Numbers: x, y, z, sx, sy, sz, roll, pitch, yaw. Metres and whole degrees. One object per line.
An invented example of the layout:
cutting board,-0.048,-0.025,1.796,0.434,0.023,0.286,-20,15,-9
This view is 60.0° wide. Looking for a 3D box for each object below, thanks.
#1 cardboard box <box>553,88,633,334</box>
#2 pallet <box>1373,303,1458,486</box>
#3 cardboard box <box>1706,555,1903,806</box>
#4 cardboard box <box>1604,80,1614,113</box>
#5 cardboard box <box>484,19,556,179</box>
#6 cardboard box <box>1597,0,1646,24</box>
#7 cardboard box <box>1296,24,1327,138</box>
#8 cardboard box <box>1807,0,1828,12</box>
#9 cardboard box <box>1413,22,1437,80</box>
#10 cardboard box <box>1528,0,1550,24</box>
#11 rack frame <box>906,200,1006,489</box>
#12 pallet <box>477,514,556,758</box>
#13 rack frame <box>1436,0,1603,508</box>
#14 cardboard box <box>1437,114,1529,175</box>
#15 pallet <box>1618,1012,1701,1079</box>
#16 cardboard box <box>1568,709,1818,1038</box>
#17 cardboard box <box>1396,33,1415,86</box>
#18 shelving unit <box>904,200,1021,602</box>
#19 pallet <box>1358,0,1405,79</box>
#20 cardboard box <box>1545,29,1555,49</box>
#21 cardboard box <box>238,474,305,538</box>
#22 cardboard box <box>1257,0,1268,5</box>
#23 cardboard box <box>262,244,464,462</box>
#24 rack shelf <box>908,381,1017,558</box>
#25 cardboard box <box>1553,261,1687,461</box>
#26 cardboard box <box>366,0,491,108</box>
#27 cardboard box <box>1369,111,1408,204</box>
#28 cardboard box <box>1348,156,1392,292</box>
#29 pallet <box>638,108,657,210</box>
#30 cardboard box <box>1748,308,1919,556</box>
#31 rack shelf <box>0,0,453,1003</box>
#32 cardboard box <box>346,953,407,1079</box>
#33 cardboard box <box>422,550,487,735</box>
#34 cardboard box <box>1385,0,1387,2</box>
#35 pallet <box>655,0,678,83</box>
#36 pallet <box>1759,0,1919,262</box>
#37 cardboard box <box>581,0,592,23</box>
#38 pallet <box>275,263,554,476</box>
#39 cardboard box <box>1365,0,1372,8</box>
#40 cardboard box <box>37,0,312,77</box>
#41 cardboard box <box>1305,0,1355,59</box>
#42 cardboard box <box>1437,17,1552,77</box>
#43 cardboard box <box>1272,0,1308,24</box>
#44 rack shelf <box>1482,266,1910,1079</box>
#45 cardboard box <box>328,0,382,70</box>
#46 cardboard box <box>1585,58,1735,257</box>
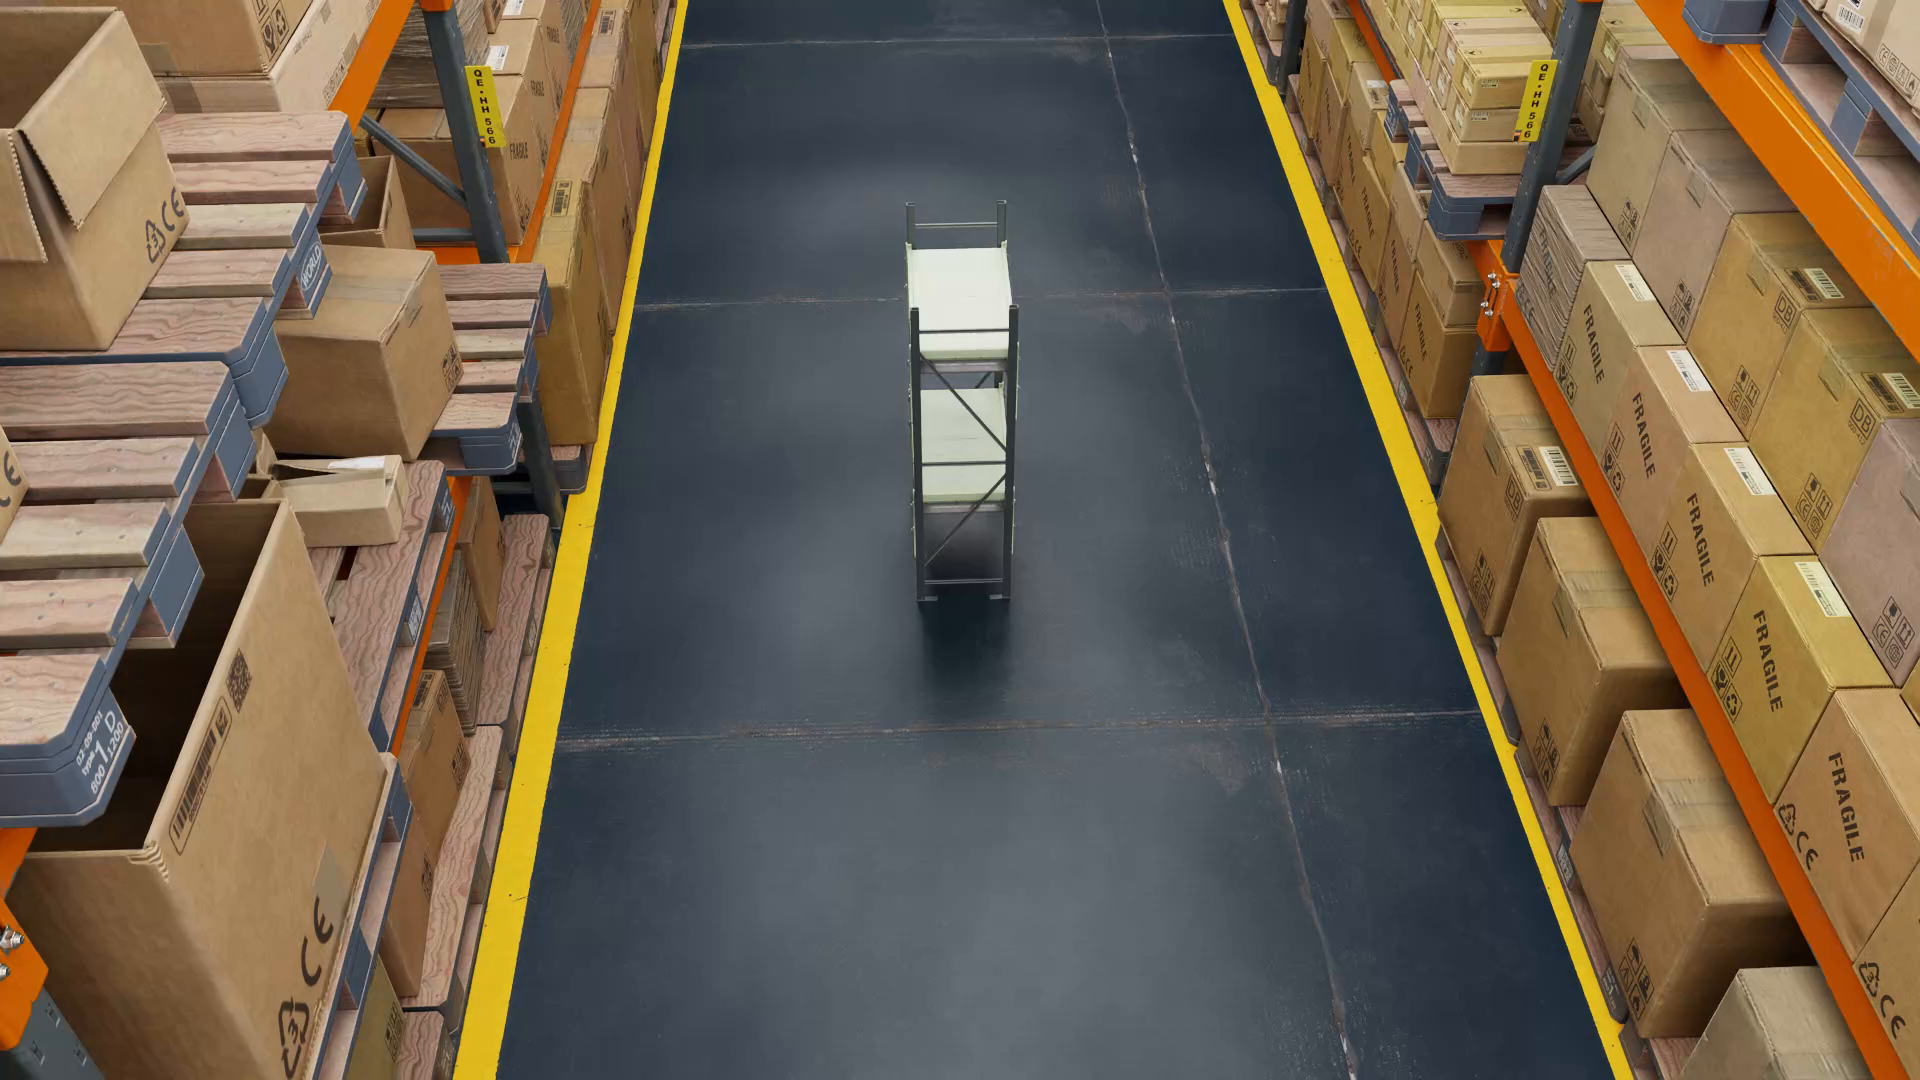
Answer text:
cardboard box,-2.327,-1.612,8.200,1.225,0.875,0.875,-2,43,-2
pallet,2.640,-0.746,8.057,1.003,0.211,1.213,-2,43,-2
cardboard box,2.509,0.390,4.680,0.500,0.500,0.500,-1,43,-1
cardboard box,2.852,-1.750,6.744,0.380,0.149,0.250,0,43,0
cardboard box,-2.061,-1.893,7.171,0.500,0.500,0.500,-3,43,-3
cardboard box,2.826,-2.193,7.007,0.380,0.149,0.250,-2,43,-2
cardboard box,2.268,-2.674,9.636,0.500,0.500,0.500,0,43,0
cardboard box,2.504,-1.655,4.492,0.500,0.250,0.500,-1,43,-1
cardboard box,2.169,-2.096,7.122,0.380,0.149,0.250,-1,43,-1
cardboard box,2.803,-2.452,7.510,0.380,0.149,0.250,-2,43,-2
rack frame,-0.015,-0.795,7.158,0.400,1.500,0.023,-2,43,-2
pallet,-2.256,0.383,6.825,1.003,0.211,1.213,-2,43,-2
rack frame,2.672,-1.246,6.540,1.000,3.000,0.127,-2,43,-2
cardboard box,2.191,-1.629,6.832,0.380,0.149,0.250,-1,43,-1
pallet,2.733,1.963,5.102,1.003,0.211,1.213,-2,43,-2
cardboard box,2.688,1.061,5.377,1.050,0.750,0.750,-2,43,-2
cardboard box,2.164,-2.138,7.388,0.380,0.149,0.250,-2,43,-2
shelving unit,0.000,-0.548,6.888,0.431,1.500,0.755,-2,43,-2
pallet,2.547,-2.511,8.061,1.003,0.211,1.213,-2,43,-2
cardboard box,2.818,-2.162,7.414,0.380,0.149,0.250,0,43,0
cardboard box,-2.284,0.168,4.610,0.797,0.503,0.637,2,43,3
cardboard box,2.142,-3.660,10.972,0.380,0.149,0.250,-3,43,-3
cardboard box,-2.102,-0.627,5.479,0.700,0.500,0.500,4,43,5
rack shelf,0.000,-0.308,7.108,0.431,0.370,0.720,-2,43,-2
cardboard box,2.445,-0.629,5.792,0.500,0.500,0.500,-2,43,-2
cardboard box,-2.303,-2.073,6.625,0.797,0.503,0.637,0,43,0
cardboard box,2.342,-1.895,8.231,0.500,0.250,0.500,-1,43,-1
cardboard box,2.325,-1.624,8.490,0.500,0.500,0.500,-3,43,-4
pallet,-2.350,-2.326,9.781,1.003,0.211,1.213,-2,43,-2
cardboard box,2.750,-0.316,4.710,0.700,0.500,0.500,-2,43,-2
rack shelf,-2.203,-0.663,4.215,1.077,0.370,4.000,-2,43,-2
cardboard box,-2.124,1.550,5.013,0.700,0.500,0.500,-2,43,-2
cardboard box,-2.203,0.413,6.254,0.700,0.500,0.500,-5,43,-5
cardboard box,2.139,-2.610,7.682,0.380,0.149,0.250,-1,43,-1
pallet,-2.412,-3.360,10.910,1.003,0.211,1.213,-2,43,-2
pallet,2.802,-1.095,4.294,1.003,0.211,1.213,0,43,0
cardboard box,-2.122,-2.915,8.286,0.500,0.500,0.500,-2,43,-2
pallet,-2.151,-0.624,6.002,1.213,0.211,1.003,-2,43,-2
cardboard box,2.127,-2.678,7.977,0.380,0.149,0.250,-3,43,-4
cardboard box,-1.980,-1.504,4.157,0.500,0.500,0.500,-1,43,-1
cardboard box,2.269,-2.950,9.383,0.500,0.250,0.500,-3,43,-4
cardboard box,2.184,-2.015,6.813,0.380,0.149,0.250,-2,43,-2
cardboard box,2.171,-3.364,10.429,0.380,0.149,0.250,-1,43,-1
rack shelf,2.757,0.369,5.310,1.077,0.370,4.000,-2,43,-2
cardboard box,-1.988,-1.574,4.788,0.500,0.250,0.500,-2,43,-2
cardboard box,2.681,-1.349,5.837,0.700,0.500,0.500,-2,43,-2
